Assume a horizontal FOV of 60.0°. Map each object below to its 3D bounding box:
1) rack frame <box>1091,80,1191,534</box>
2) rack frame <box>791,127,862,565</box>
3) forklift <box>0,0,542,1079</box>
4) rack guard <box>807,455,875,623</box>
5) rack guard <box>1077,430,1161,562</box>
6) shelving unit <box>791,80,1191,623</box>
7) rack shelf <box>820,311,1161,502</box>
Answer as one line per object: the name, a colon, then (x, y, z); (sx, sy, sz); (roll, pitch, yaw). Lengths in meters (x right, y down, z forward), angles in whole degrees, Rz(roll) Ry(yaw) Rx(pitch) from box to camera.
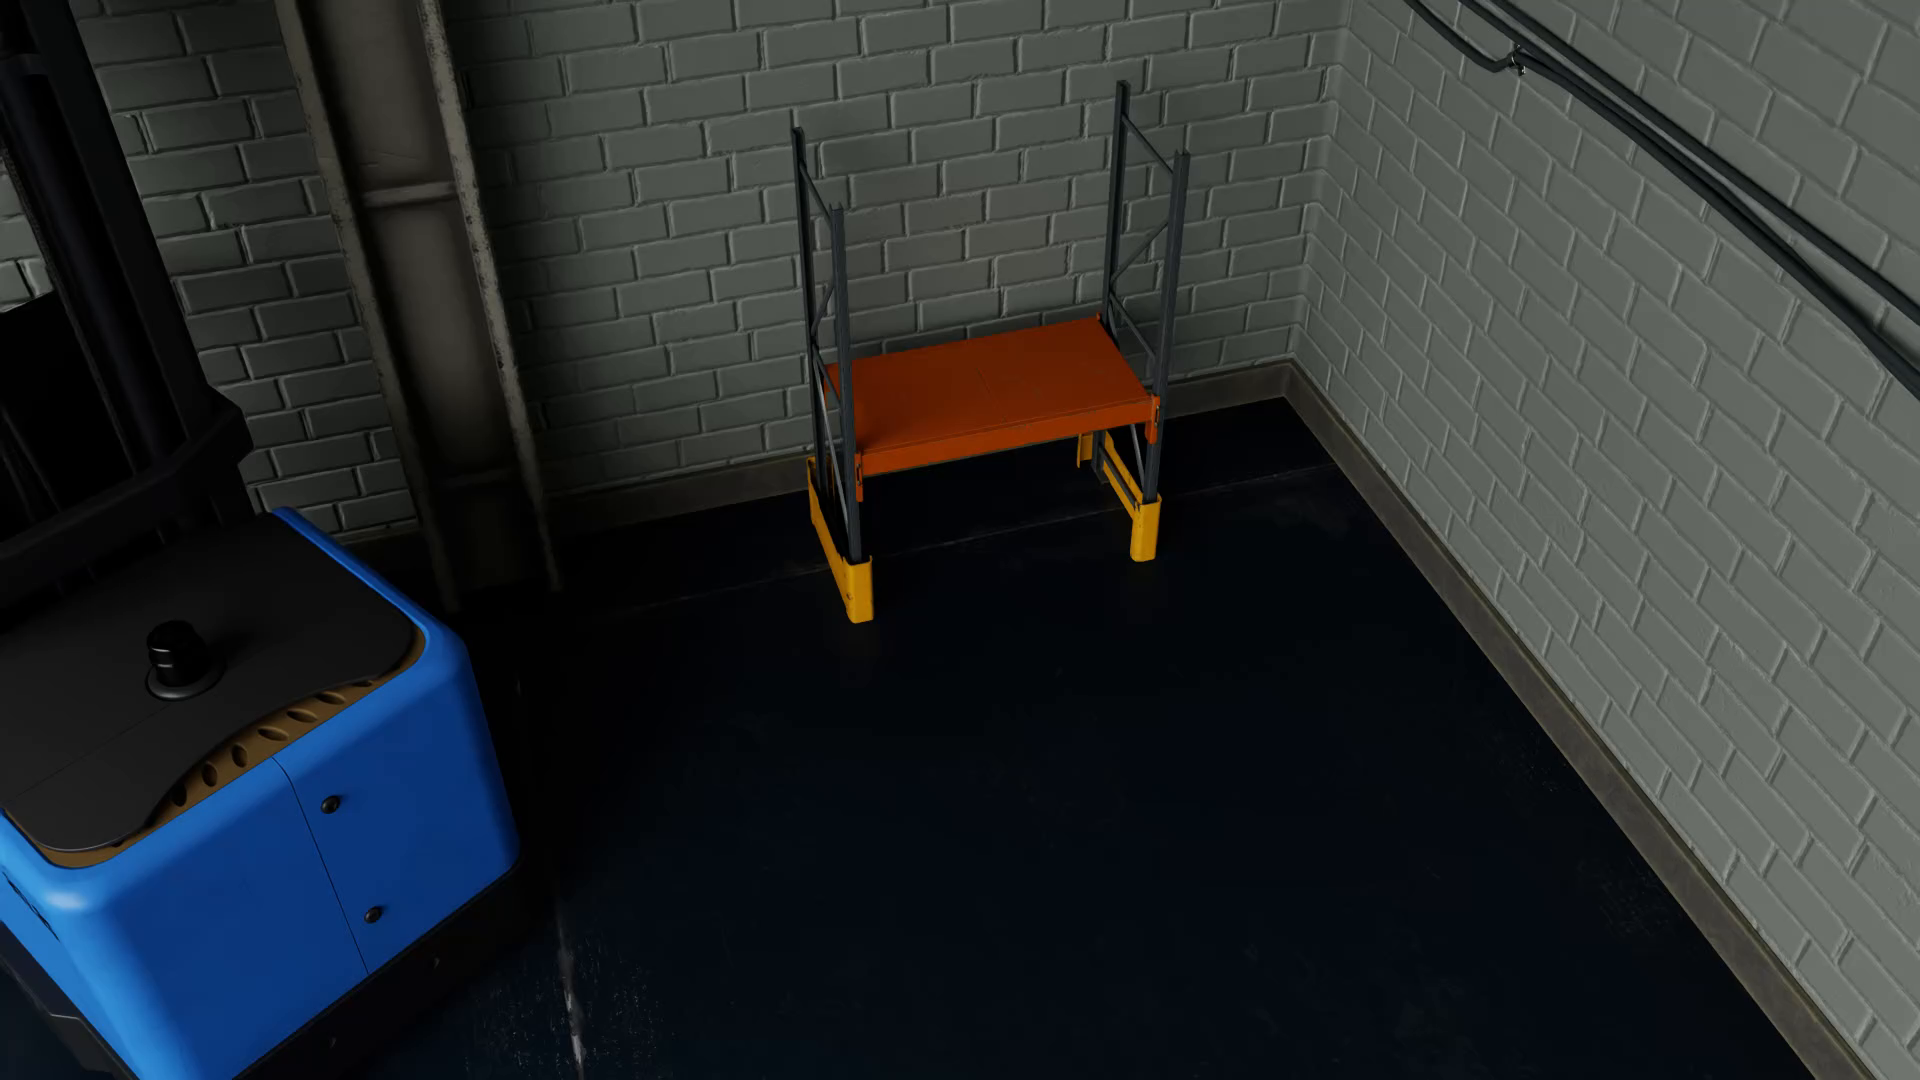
rack frame: (0.566, -0.682, 5.391); (0.032, 1.500, 0.500); (-12, 42, -13)
rack frame: (-0.404, -0.481, 5.161); (0.032, 1.500, 0.500); (-12, 42, -13)
forklift: (-2.577, -0.453, 4.041); (3.031, 2.935, 1.130); (30, 49, 30)
rack guard: (-0.402, -0.011, 5.572); (0.087, 0.250, 0.587); (-12, 42, -13)
rack guard: (0.548, -0.208, 5.798); (0.087, 0.250, 0.587); (-12, 42, -13)
shelving unit: (0.073, -0.580, 5.274); (1.083, 1.500, 0.587); (-12, 42, -13)
rack shelf: (0.081, -0.446, 5.394); (1.000, 0.185, 0.538); (-12, 42, -13)
